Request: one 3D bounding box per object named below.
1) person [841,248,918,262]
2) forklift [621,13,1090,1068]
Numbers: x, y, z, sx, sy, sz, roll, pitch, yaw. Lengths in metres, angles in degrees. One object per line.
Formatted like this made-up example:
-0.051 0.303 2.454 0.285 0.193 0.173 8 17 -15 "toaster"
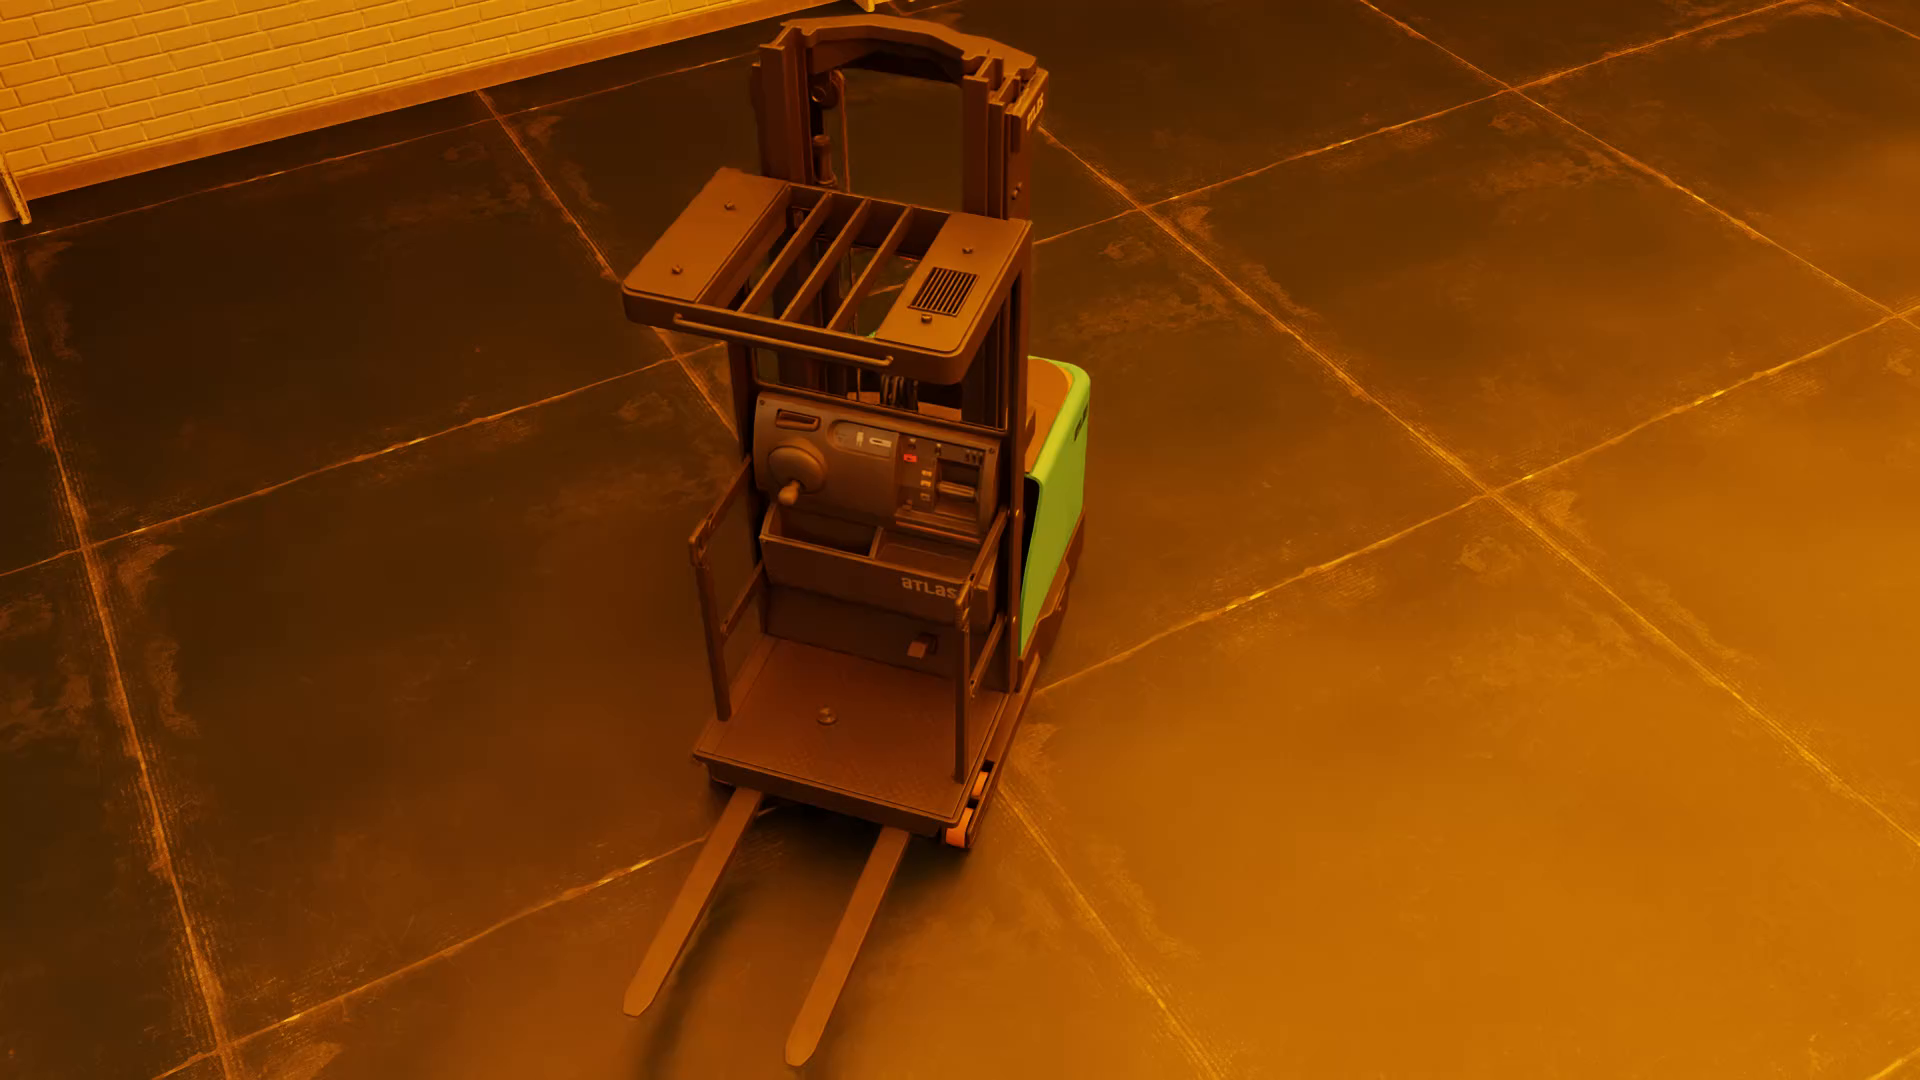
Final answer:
-0.410 -0.840 7.698 0.788 1.431 1.020 -1 43 -1 "person"
-0.378 -0.179 5.891 1.130 2.935 3.031 13 44 13 "forklift"
